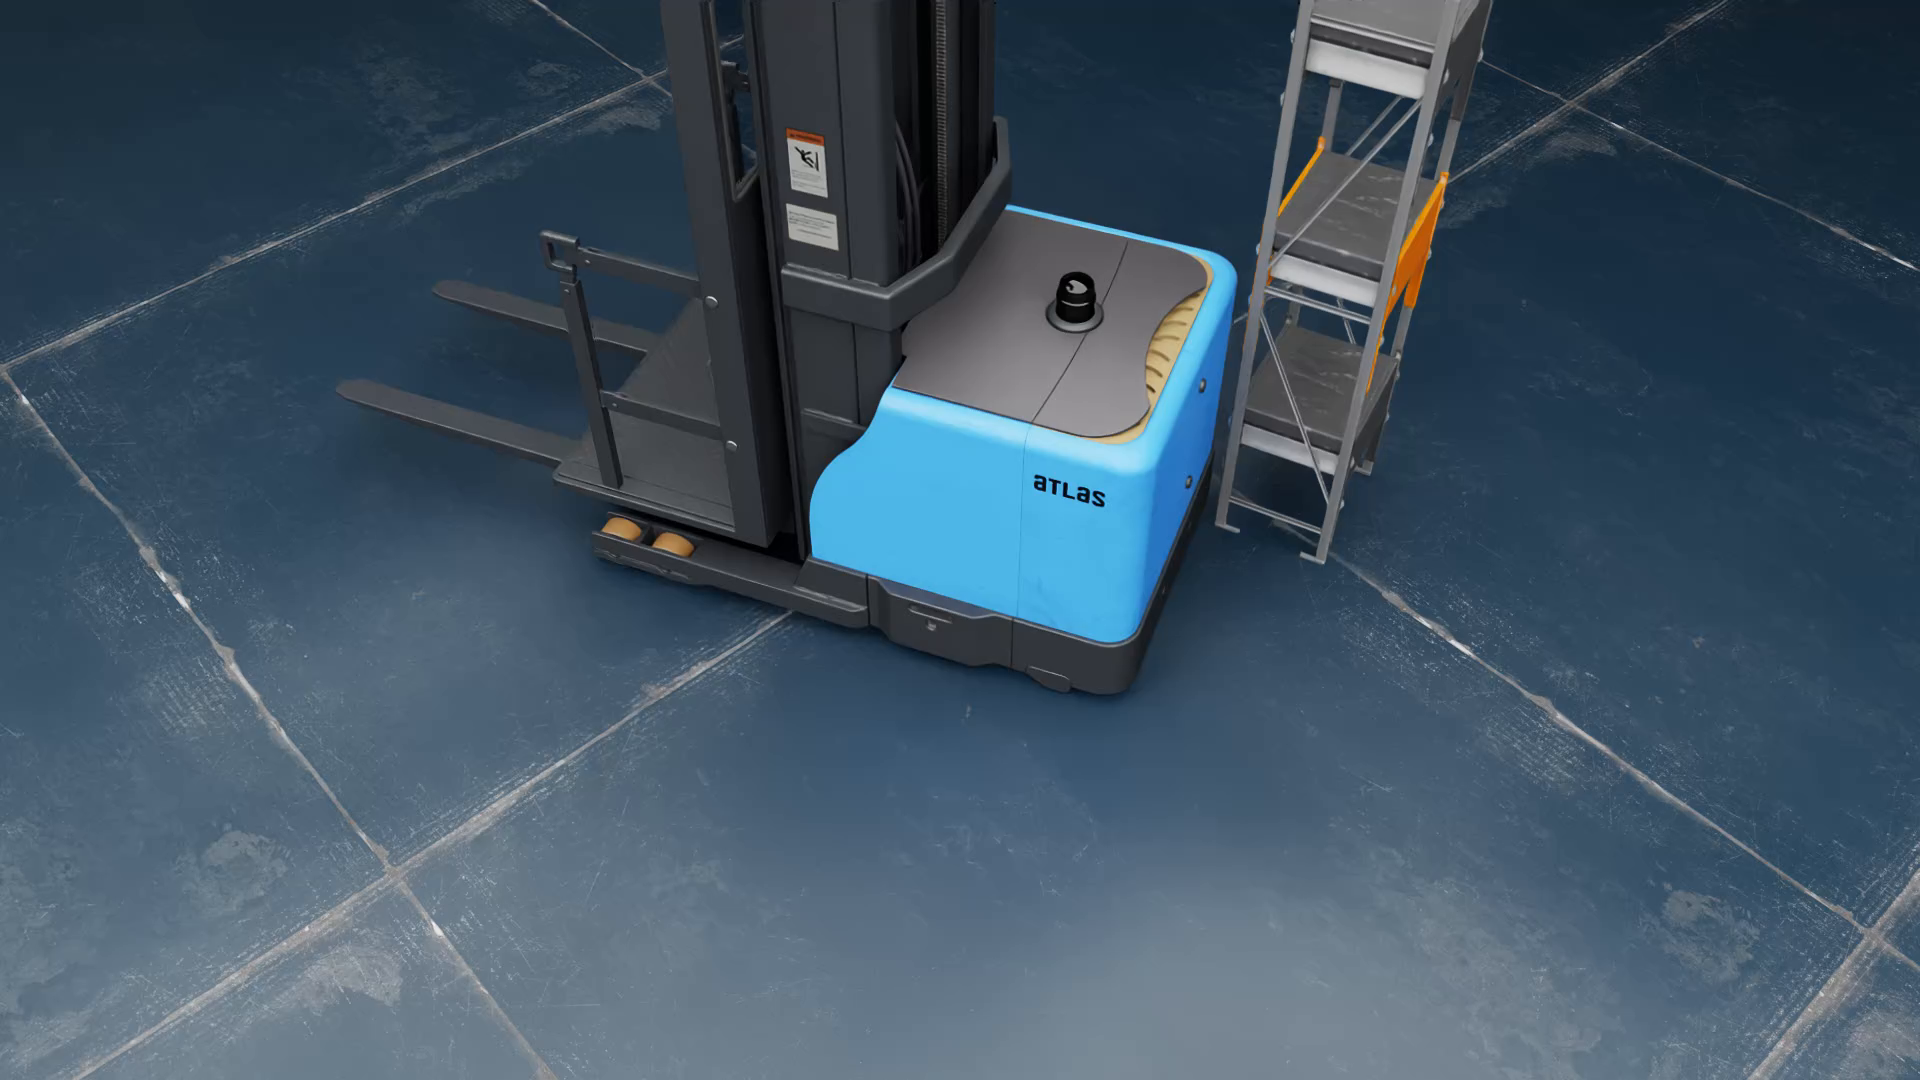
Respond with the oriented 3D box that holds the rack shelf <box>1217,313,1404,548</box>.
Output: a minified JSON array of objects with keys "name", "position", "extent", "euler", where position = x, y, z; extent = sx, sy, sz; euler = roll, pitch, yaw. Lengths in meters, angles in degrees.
[{"name":"rack shelf","position":[1.181,-0.373,5.636],"extent":[0.431,0.518,0.480],"euler":[21,51,19]}]

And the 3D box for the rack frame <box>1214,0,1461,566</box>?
[{"name":"rack frame","position":[1.067,-0.698,4.966],"extent":[0.400,2.100,0.015],"euler":[21,51,19]}]

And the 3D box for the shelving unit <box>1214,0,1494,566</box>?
[{"name":"shelving unit","position":[1.181,-0.857,5.112],"extent":[0.431,2.100,0.503],"euler":[21,51,19]}]

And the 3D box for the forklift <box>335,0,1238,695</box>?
[{"name":"forklift","position":[-0.704,-1.201,4.863],"extent":[3.031,2.935,1.130],"euler":[16,49,14]}]

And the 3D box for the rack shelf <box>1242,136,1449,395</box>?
[{"name":"rack shelf","position":[1.181,-0.847,5.122],"extent":[0.431,0.518,0.480],"euler":[21,51,19]}]

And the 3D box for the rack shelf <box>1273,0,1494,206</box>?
[{"name":"rack shelf","position":[1.181,-1.322,4.607],"extent":[0.431,0.518,0.480],"euler":[21,51,19]}]

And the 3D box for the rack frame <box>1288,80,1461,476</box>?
[{"name":"rack frame","position":[1.295,-1.015,5.258],"extent":[0.400,2.100,0.015],"euler":[21,51,19]}]
